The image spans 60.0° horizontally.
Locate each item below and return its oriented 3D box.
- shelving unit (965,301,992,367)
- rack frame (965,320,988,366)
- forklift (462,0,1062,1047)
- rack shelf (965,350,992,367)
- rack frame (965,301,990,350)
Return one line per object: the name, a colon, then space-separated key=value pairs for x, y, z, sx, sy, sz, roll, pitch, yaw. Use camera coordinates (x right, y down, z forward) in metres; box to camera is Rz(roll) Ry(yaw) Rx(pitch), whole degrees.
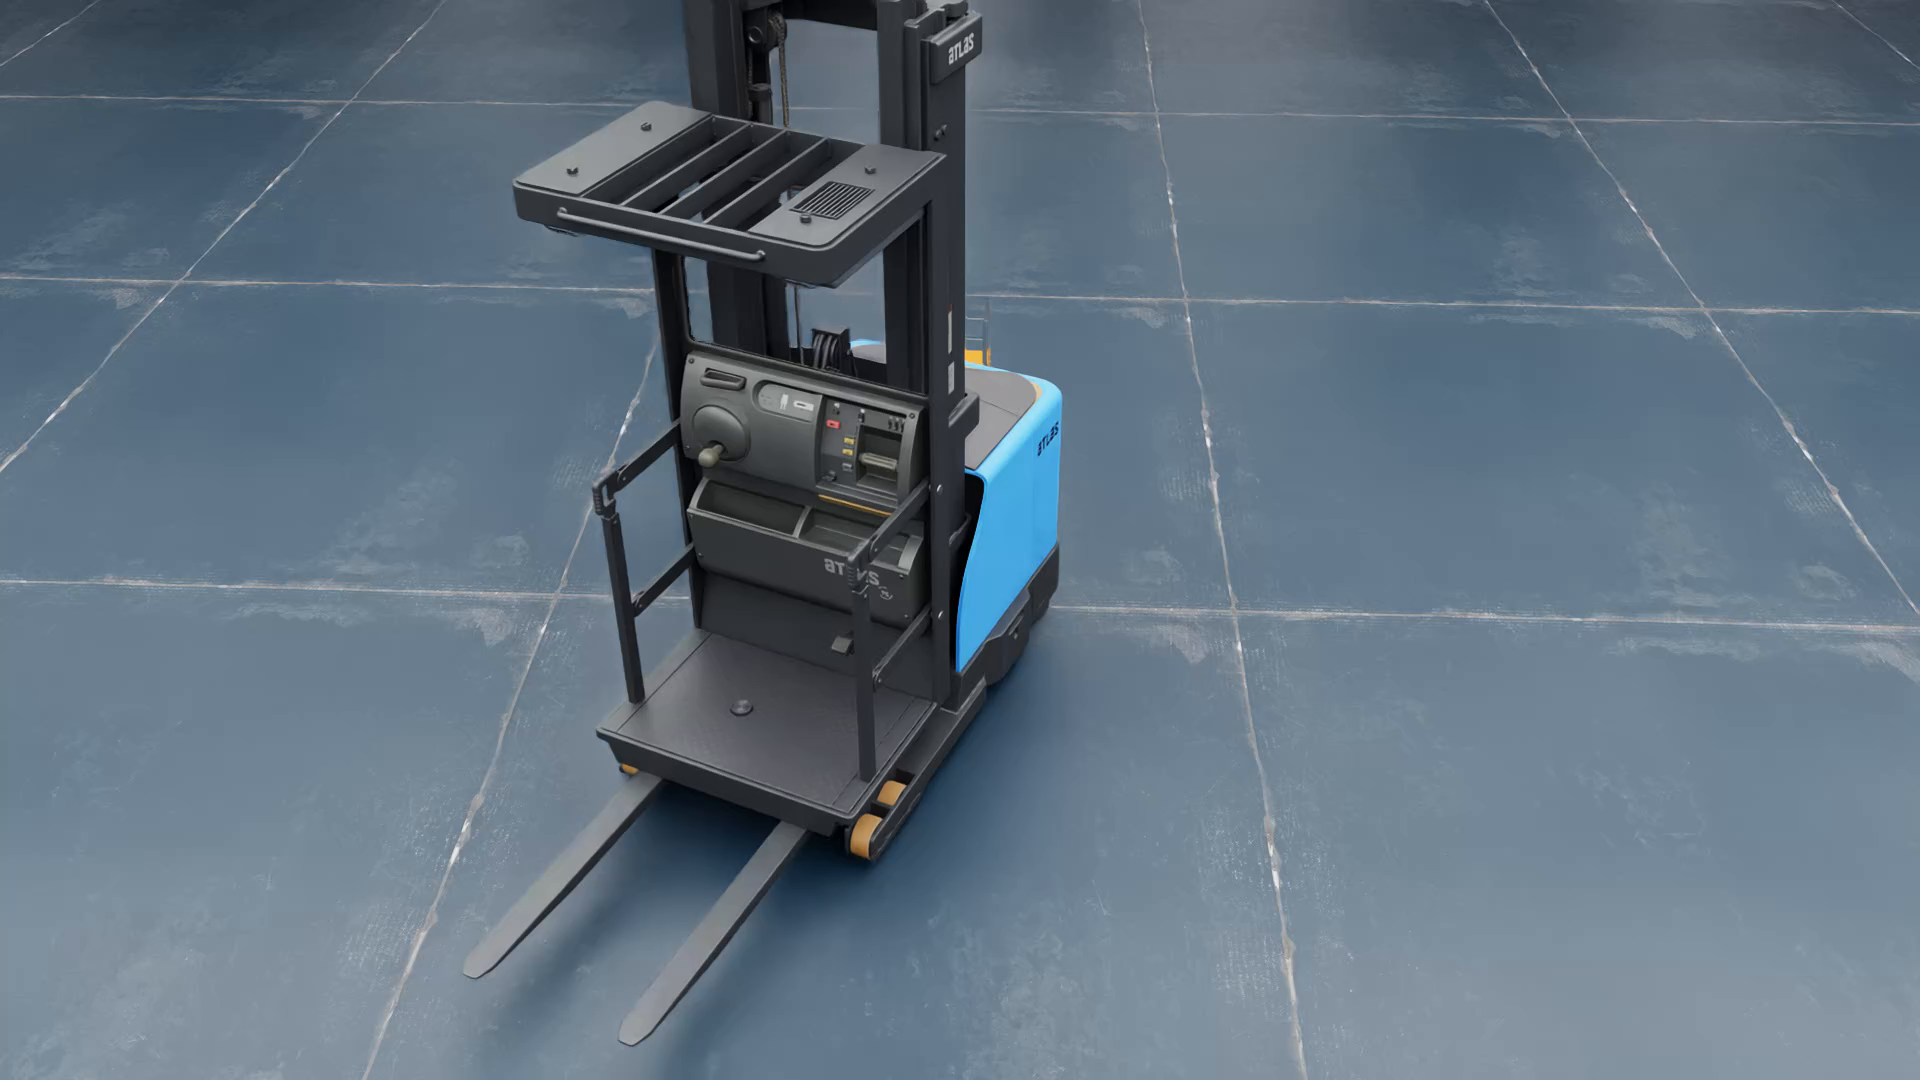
shelving unit: x=0.003 y=-0.485 z=7.397 sx=0.258 sy=1.200 sz=0.189 roll=3 pitch=35 yaw=4
rack frame: x=-0.004 y=-0.433 z=7.322 sx=0.240 sy=1.200 sz=0.006 roll=3 pitch=35 yaw=4
forklift: x=-0.659 y=-0.320 z=5.657 sx=1.130 sy=2.935 sz=3.031 roll=15 pitch=38 yaw=21
rack shelf: x=0.003 y=-0.744 z=7.216 sx=0.258 sy=0.103 sz=0.180 roll=3 pitch=35 yaw=4
rack frame: x=0.010 y=-0.538 z=7.472 sx=0.240 sy=1.200 sz=0.006 roll=3 pitch=35 yaw=4
